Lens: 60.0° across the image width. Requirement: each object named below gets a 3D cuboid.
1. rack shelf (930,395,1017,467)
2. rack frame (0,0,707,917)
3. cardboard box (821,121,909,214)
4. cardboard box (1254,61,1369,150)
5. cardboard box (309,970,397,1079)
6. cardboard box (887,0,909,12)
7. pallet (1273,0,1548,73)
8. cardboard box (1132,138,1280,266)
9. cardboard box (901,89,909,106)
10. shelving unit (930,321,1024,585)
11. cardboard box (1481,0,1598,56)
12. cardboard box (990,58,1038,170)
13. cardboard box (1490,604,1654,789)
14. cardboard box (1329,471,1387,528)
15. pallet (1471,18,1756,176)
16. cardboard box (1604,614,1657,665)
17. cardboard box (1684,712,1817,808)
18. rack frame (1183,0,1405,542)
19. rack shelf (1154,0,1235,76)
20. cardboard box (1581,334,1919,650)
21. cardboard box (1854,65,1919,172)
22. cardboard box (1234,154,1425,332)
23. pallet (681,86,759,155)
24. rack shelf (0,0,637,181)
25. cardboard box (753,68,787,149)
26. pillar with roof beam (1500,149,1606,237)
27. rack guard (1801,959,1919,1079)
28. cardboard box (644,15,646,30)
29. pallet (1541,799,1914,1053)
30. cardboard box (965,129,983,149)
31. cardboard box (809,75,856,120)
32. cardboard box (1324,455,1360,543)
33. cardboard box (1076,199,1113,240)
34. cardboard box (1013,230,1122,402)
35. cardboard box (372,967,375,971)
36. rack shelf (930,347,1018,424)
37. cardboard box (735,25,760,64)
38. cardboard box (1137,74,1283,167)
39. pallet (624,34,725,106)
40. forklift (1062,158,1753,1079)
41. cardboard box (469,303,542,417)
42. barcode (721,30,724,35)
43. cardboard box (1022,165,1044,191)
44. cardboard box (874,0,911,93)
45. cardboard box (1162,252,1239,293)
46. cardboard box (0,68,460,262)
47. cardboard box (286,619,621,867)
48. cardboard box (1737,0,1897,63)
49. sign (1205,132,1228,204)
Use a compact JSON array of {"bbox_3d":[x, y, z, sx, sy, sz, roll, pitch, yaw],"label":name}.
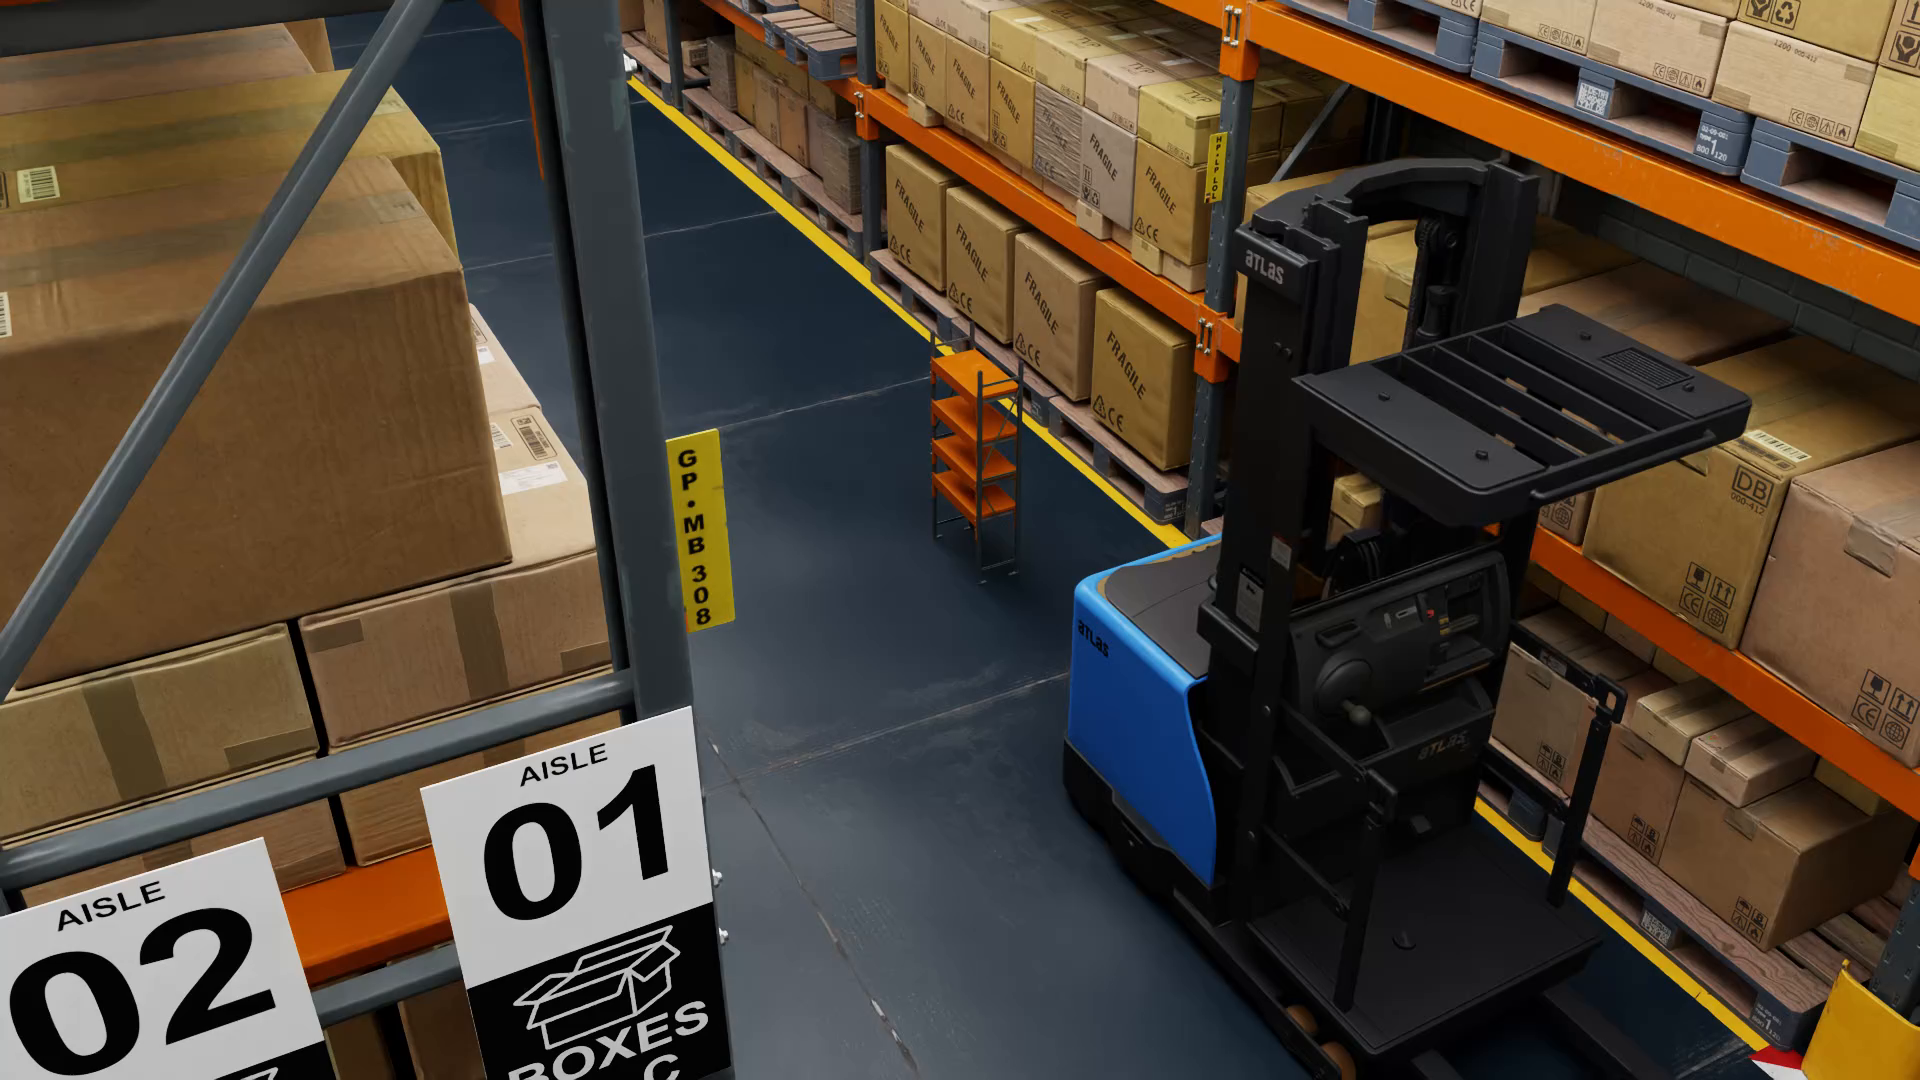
[{"bbox_3d":[0.077,-0.558,8.219,0.258,0.148,0.480,-16,36,-23],"label":"rack shelf"},{"bbox_3d":[-0.862,-0.764,1.601,1.000,3.000,0.127,-16,36,-23],"label":"rack frame"},{"bbox_3d":[-0.593,-2.767,12.197,0.700,0.500,0.500,-15,36,-22],"label":"cardboard box"},{"bbox_3d":[1.670,-2.171,8.276,0.500,0.250,0.500,-15,35,-22],"label":"cardboard box"},{"bbox_3d":[-1.313,1.156,3.146,0.500,0.500,0.500,-16,36,-24],"label":"cardboard box"},{"bbox_3d":[-0.214,-3.500,10.350,0.500,0.250,0.500,-15,36,-22],"label":"cardboard box"},{"bbox_3d":[2.026,-2.227,6.748,1.003,0.211,1.213,-16,36,-23],"label":"pallet"},{"bbox_3d":[1.215,-1.727,8.279,0.500,0.500,0.500,-16,36,-24],"label":"cardboard box"},{"bbox_3d":[-0.153,-2.868,10.661,0.380,0.149,0.250,-15,36,-22],"label":"cardboard box"},{"bbox_3d":[0.077,-0.426,8.303,0.258,1.200,0.503,-16,36,-23],"label":"shelving unit"},{"bbox_3d":[2.213,-1.928,5.855,0.500,0.250,0.500,-17,36,-24],"label":"cardboard box"},{"bbox_3d":[0.505,-2.447,9.402,0.500,0.500,0.500,-15,36,-22],"label":"cardboard box"},{"bbox_3d":[2.635,0.602,6.957,0.700,0.500,0.500,-17,36,-25],"label":"cardboard box"},{"bbox_3d":[1.910,-0.200,7.608,0.380,0.149,0.250,-15,35,-22],"label":"cardboard box"},{"bbox_3d":[2.591,-1.646,5.840,1.003,0.211,1.213,-16,36,-23],"label":"pallet"},{"bbox_3d":[2.867,0.335,6.773,0.380,0.149,0.250,-15,36,-22],"label":"cardboard box"},{"bbox_3d":[2.883,0.792,6.059,0.380,0.149,0.250,-16,36,-24],"label":"cardboard box"},{"bbox_3d":[1.654,-1.395,8.146,1.000,3.000,0.127,-16,36,-23],"label":"rack frame"},{"bbox_3d":[0.721,-3.309,9.021,1.077,0.370,4.000,-16,36,-23],"label":"rack shelf"},{"bbox_3d":[2.923,-0.197,5.999,0.980,0.700,0.700,-16,36,-23],"label":"cardboard box"},{"bbox_3d":[2.942,-1.187,4.699,0.500,0.250,0.500,-15,35,-22],"label":"cardboard box"},{"bbox_3d":[1.892,-1.258,7.655,0.980,0.700,0.700,-15,36,-22],"label":"cardboard box"},{"bbox_3d":[-1.712,-3.667,14.278,1.003,0.211,1.213,-16,36,-23],"label":"pallet"},{"bbox_3d":[-1.794,-1.414,3.286,1.077,0.370,4.000,-16,36,-23],"label":"rack shelf"},{"bbox_3d":[-1.231,-3.511,13.358,0.700,0.500,0.500,-15,36,-23],"label":"cardboard box"},{"bbox_3d":[-1.063,-2.721,4.656,9.100,9.000,0.400,-16,36,-23],"label":"pillar with roof beam"},{"bbox_3d":[3.530,1.578,5.823,1.175,0.500,0.348,-16,36,-23],"label":"rack guard"},{"bbox_3d":[-2.804,-4.966,15.955,0.380,0.149,0.250,-19,37,-27],"label":"cardboard box"},{"bbox_3d":[3.077,1.326,6.484,1.003,0.211,1.213,-16,36,-23],"label":"pallet"},{"bbox_3d":[0.251,-2.510,10.101,0.380,0.149,0.250,-15,36,-22],"label":"cardboard box"},{"bbox_3d":[-0.803,-3.370,12.444,0.500,0.250,0.500,-15,36,-22],"label":"cardboard box"},{"bbox_3d":[1.912,-0.136,8.110,0.700,0.500,0.500,-15,36,-23],"label":"cardboard box"},{"bbox_3d":[0.851,-1.748,8.913,0.380,0.149,0.250,-16,36,-23],"label":"cardboard box"},{"bbox_3d":[0.819,-1.367,9.707,0.750,0.750,0.750,-15,35,-22],"label":"cardboard box"},{"bbox_3d":[-1.312,0.957,4.384,0.500,0.500,0.500,-16,36,-23],"label":"cardboard box"},{"bbox_3d":[0.077,-0.757,8.091,0.258,0.148,0.480,-16,36,-23],"label":"rack shelf"},{"bbox_3d":[-1.510,-4.105,13.590,0.500,0.250,0.500,-17,36,-24],"label":"cardboard box"},{"bbox_3d":[1.210,-2.045,8.079,0.500,0.250,0.500,-15,36,-22],"label":"cardboard box"},{"bbox_3d":[-2.421,-4.350,15.344,1.003,0.211,1.213,-16,36,-23],"label":"pallet"},{"bbox_3d":[1.592,0.391,5.423,1.130,2.935,3.031,-17,36,-24],"label":"forklift"},{"bbox_3d":[-1.098,-0.200,3.176,0.500,0.250,0.500,-16,36,-23],"label":"cardboard box"},{"bbox_3d":[-2.207,-4.708,15.488,0.001,0.075,0.075,-16,36,-23],"label":"barcode"},{"bbox_3d":[0.578,-2.134,9.515,0.380,0.149,0.250,-15,35,-22],"label":"cardboard box"},{"bbox_3d":[-0.211,-3.183,10.551,0.500,0.500,0.500,-15,35,-22],"label":"cardboard box"},{"bbox_3d":[1.246,-1.387,8.349,0.380,0.149,0.250,-16,36,-23],"label":"cardboard box"},{"bbox_3d":[-1.274,-0.465,2.895,0.700,0.500,0.500,-16,36,-23],"label":"cardboard box"},{"bbox_3d":[-0.876,0.253,2.933,0.500,0.250,0.500,-16,36,-23],"label":"cardboard box"},{"bbox_3d":[2.712,-1.743,4.871,0.500,0.500,0.500,-15,35,-22],"label":"cardboard box"},{"bbox_3d":[1.178,-1.708,7.635,0.100,0.325,0.005,-16,36,-23],"label":"sign"}]
